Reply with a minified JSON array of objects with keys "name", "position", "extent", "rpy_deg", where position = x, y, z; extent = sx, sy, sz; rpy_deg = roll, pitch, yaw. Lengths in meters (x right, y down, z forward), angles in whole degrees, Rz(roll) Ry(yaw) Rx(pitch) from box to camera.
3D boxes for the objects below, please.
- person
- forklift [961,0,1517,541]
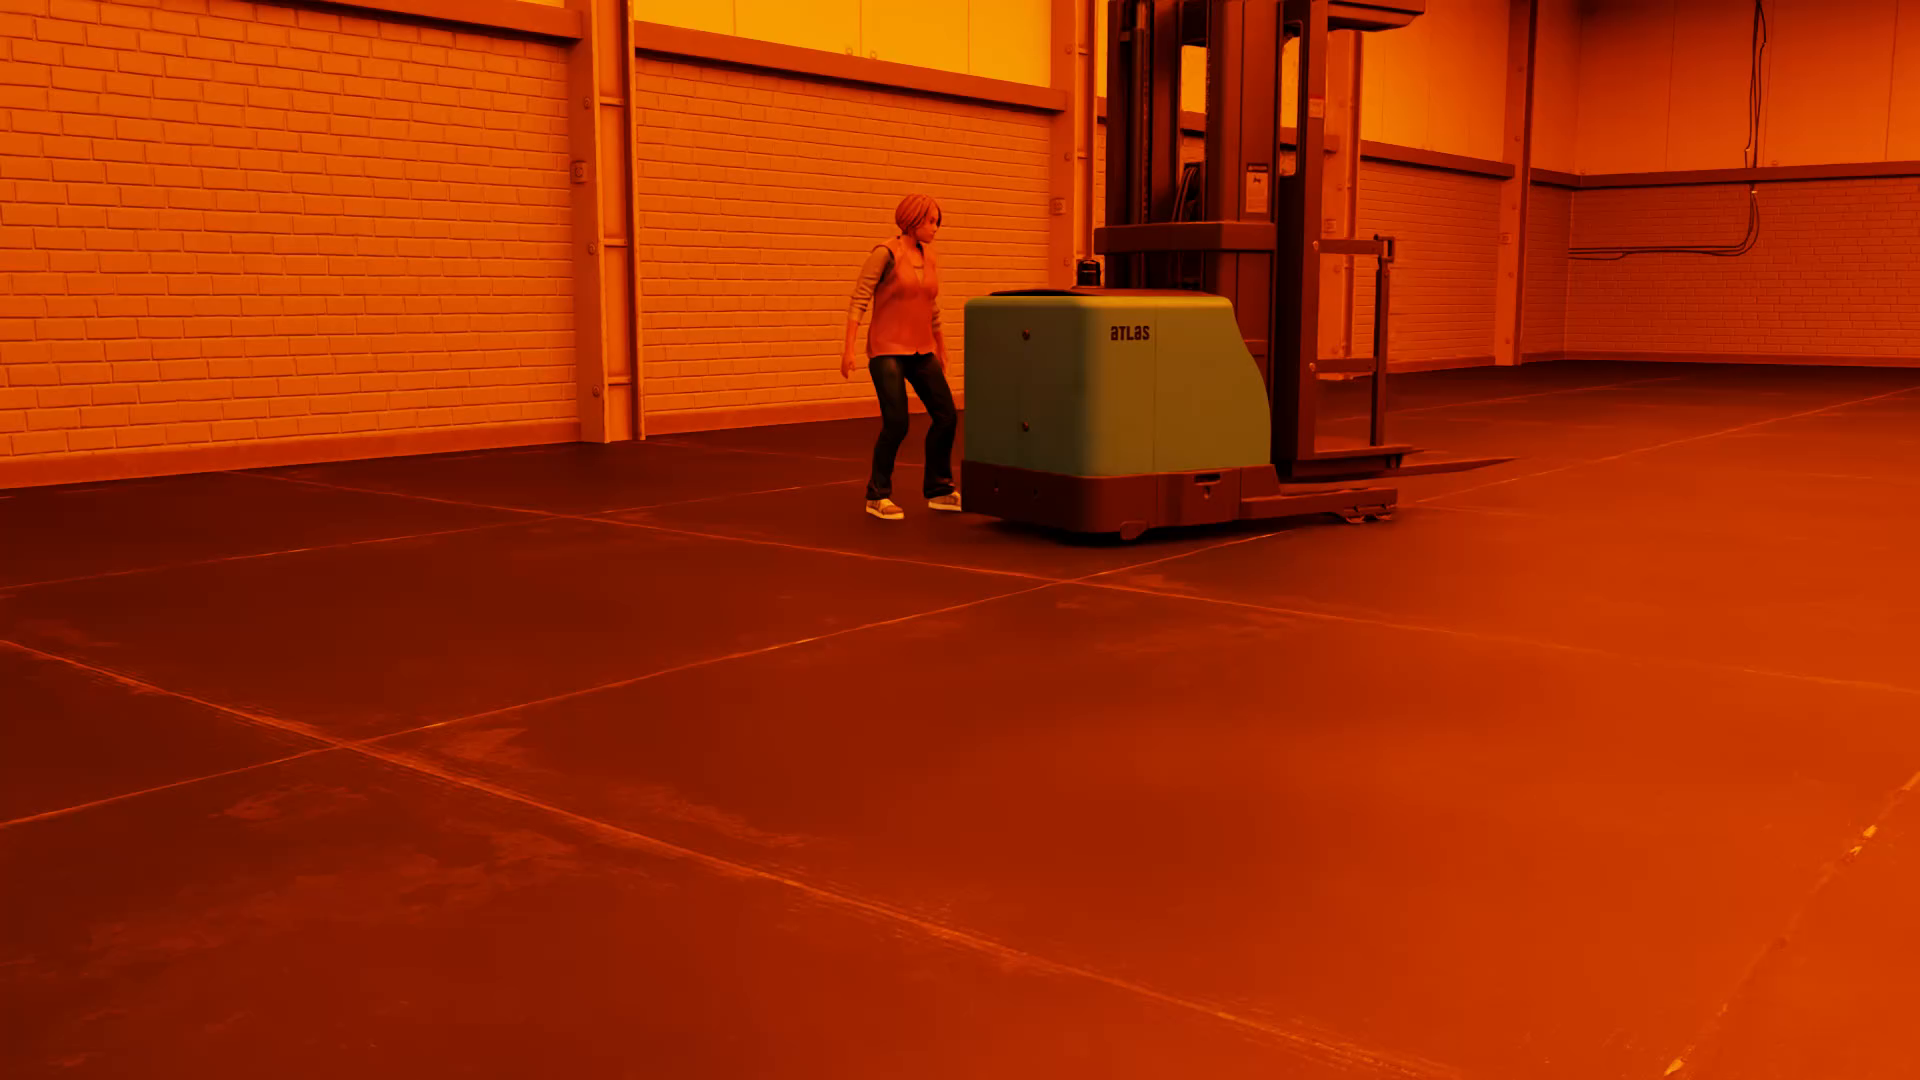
[{"name":"person","position":[-0.249,-0.893,8.145],"extent":[0.728,1.570,0.381],"rpy_deg":[-8,11,-43]},{"name":"forklift","position":[1.516,-1.585,8.115],"extent":[3.031,2.935,1.130],"rpy_deg":[-5,10,-33]}]
